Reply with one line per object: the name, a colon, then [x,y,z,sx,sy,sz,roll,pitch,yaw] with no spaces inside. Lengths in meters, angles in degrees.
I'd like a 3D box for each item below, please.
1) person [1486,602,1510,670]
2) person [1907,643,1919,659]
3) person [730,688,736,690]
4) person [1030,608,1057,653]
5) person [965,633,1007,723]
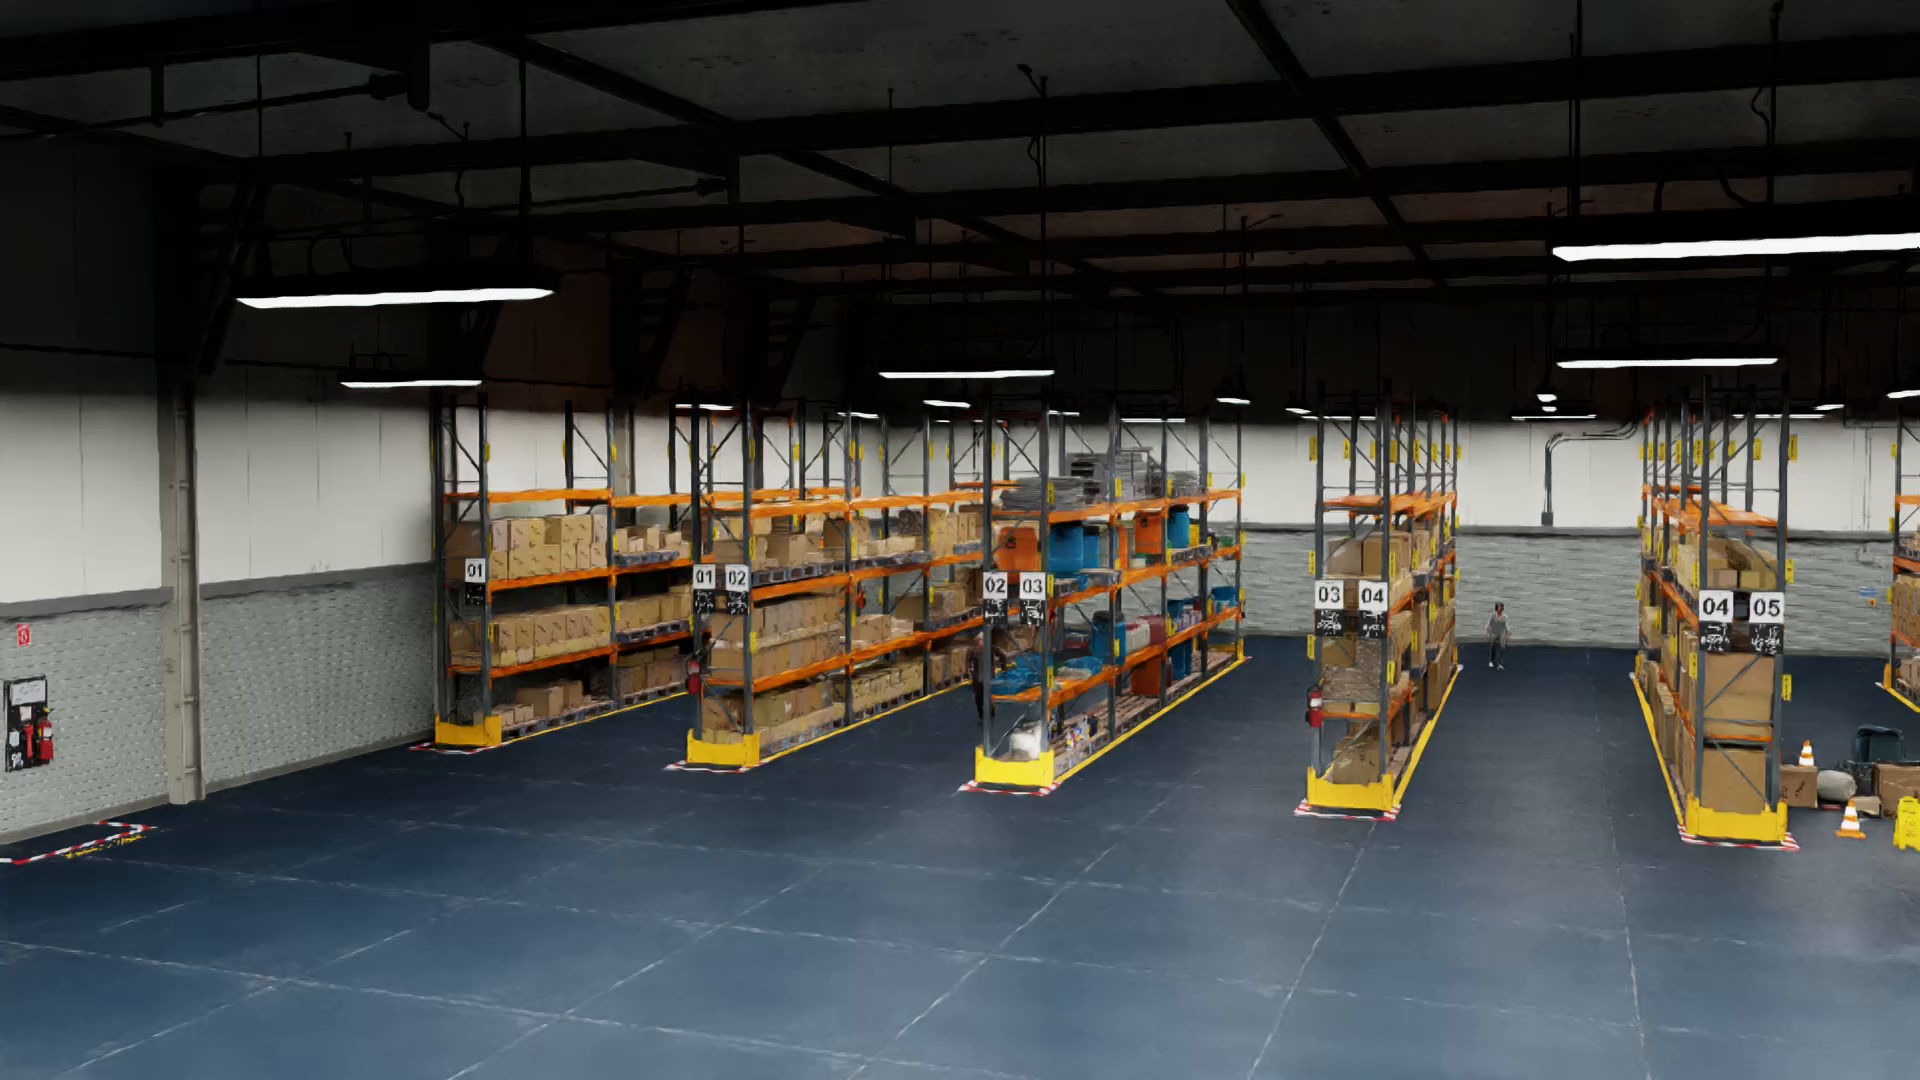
person: [12.402,2.186,38.387,0.546,1.557,0.616,1,3,9]
person: [21.630,2.105,37.518,0.459,1.779,0.702,-1,3,-16]
person: [-4.216,2.493,30.980,0.543,1.700,1.115,1,3,22]
person: [1.923,2.123,38.603,0.666,1.661,0.535,1,3,17]
person: [0.439,2.538,30.384,0.718,1.704,0.845,1,3,25]
